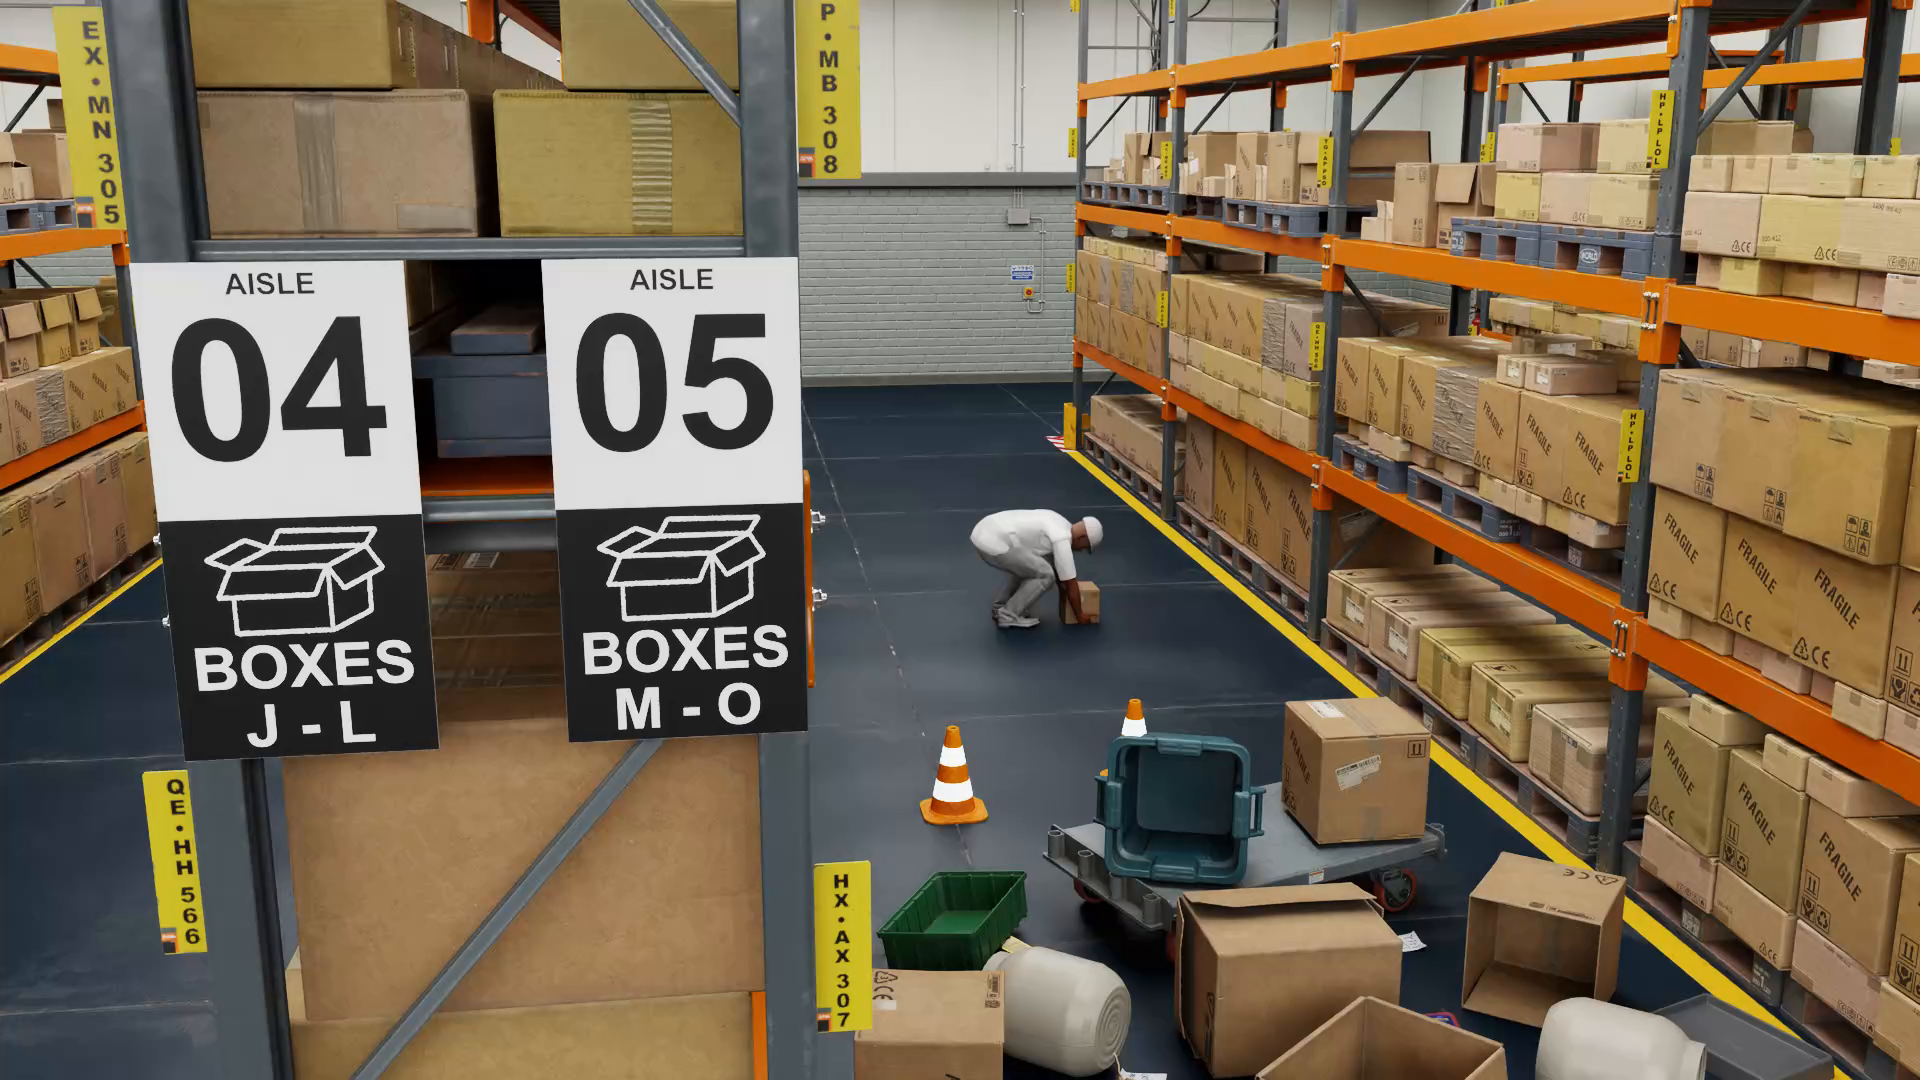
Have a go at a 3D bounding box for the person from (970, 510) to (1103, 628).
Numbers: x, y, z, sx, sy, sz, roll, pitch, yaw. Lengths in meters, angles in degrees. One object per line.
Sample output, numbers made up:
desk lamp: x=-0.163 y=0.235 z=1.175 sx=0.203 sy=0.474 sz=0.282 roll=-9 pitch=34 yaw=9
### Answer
person: x=0.568 y=0.197 z=12.192 sx=0.980 sy=0.850 sz=0.518 roll=-2 pitch=13 yaw=-10
